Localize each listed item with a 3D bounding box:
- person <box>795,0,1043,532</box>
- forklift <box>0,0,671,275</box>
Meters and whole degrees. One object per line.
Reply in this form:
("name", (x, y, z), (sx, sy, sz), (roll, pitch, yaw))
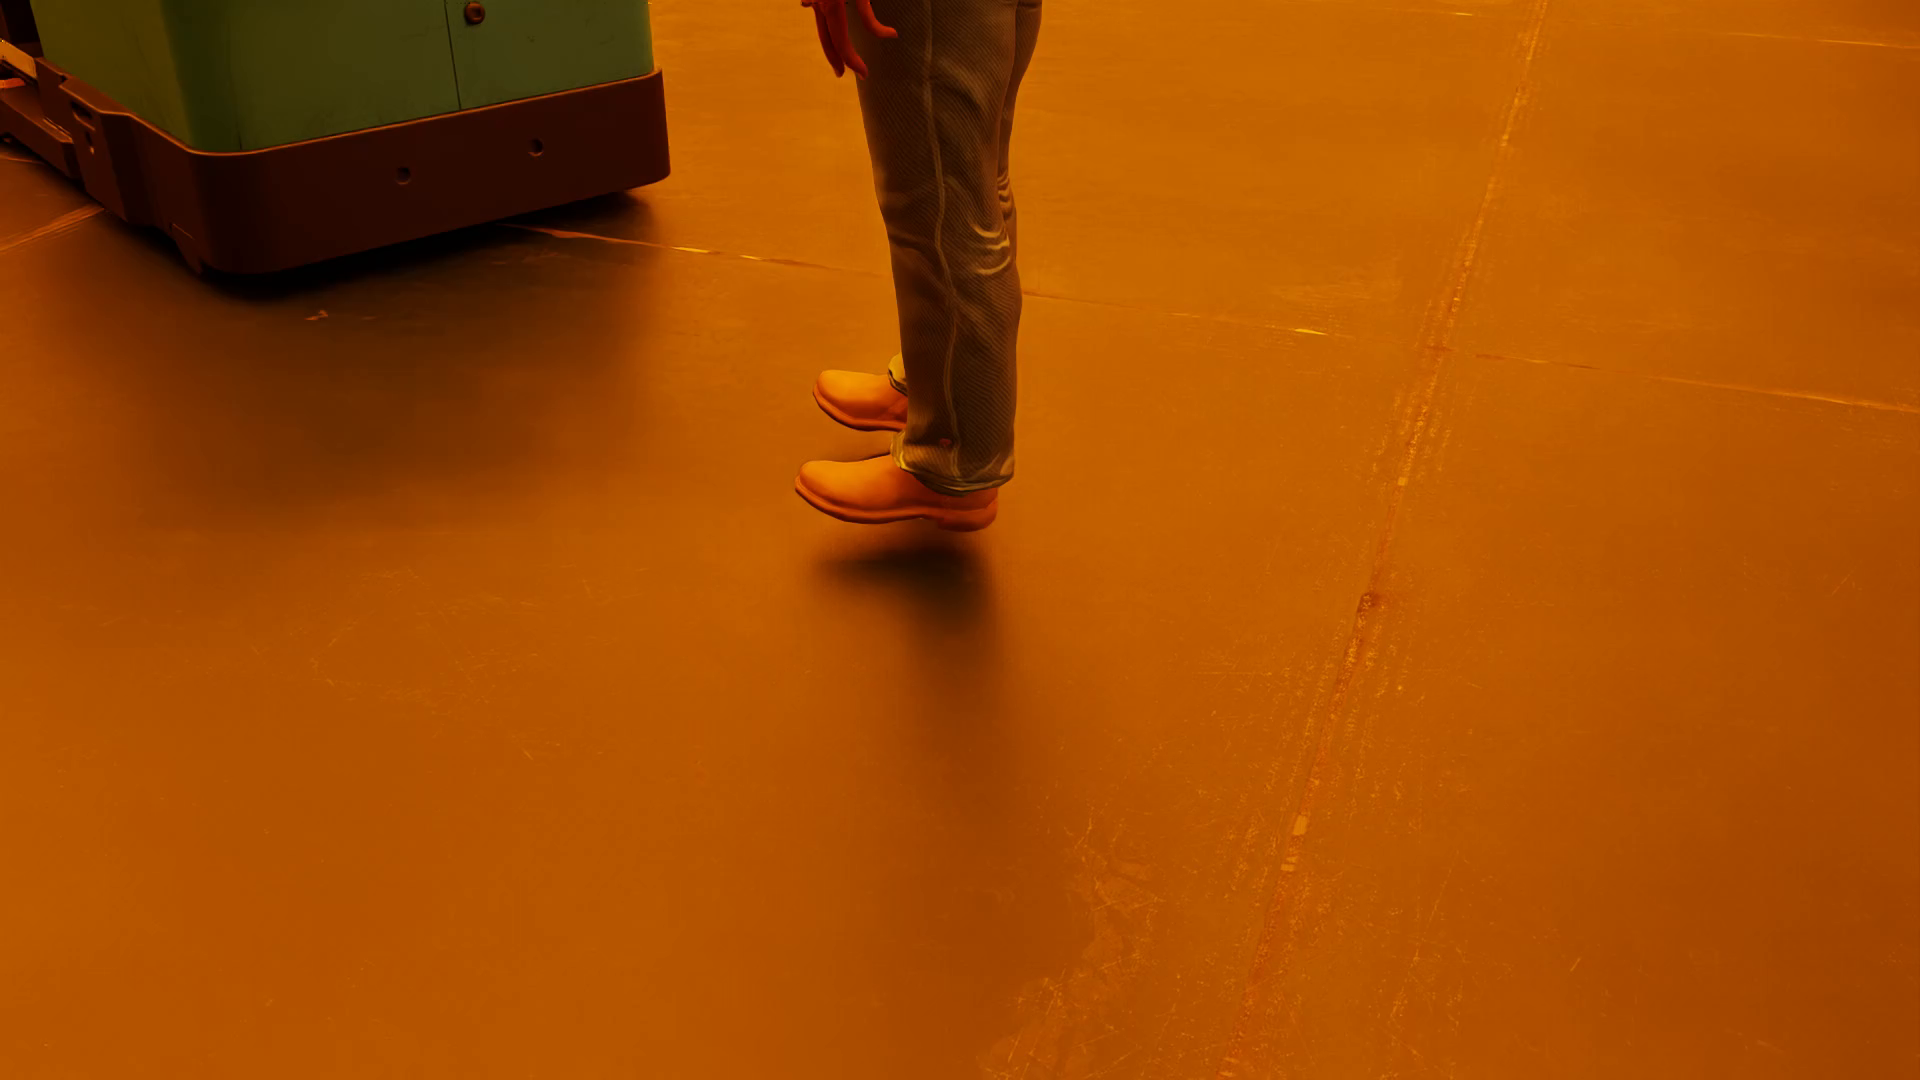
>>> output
("person", (-0.064, -0.824, 2.067), (0.574, 1.767, 0.666), (10, 31, 18))
("forklift", (-2.018, -2.447, 3.845), (1.130, 2.935, 3.031), (-23, 37, -35))
